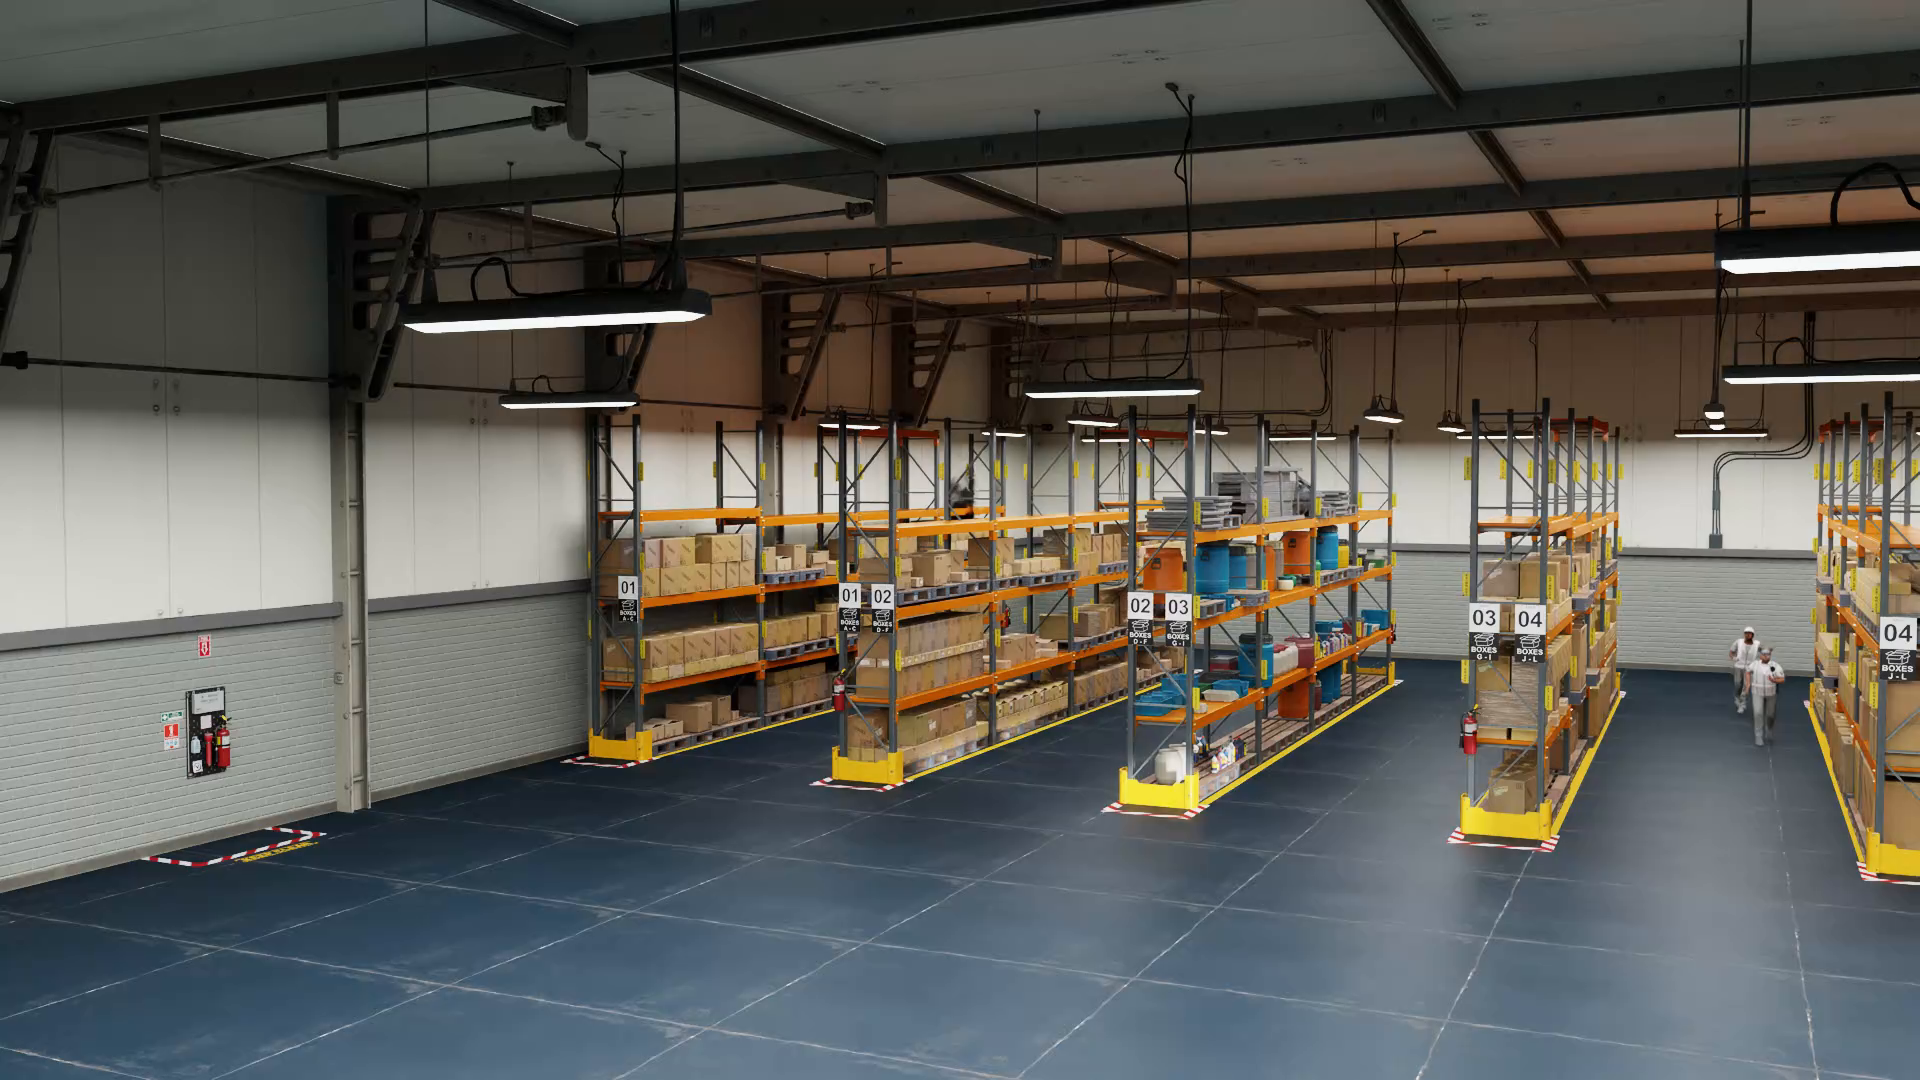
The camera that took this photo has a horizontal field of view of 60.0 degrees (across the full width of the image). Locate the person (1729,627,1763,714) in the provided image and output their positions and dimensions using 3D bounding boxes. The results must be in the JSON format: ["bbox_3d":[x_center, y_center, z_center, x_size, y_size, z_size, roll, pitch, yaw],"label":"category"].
[{"bbox_3d":[16.411,2.699,34.686,0.681,1.780,0.865,1,3,30],"label":"person"}]

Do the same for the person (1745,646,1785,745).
[{"bbox_3d":[14.795,2.833,30.579,0.652,1.771,0.950,1,3,25],"label":"person"}]
